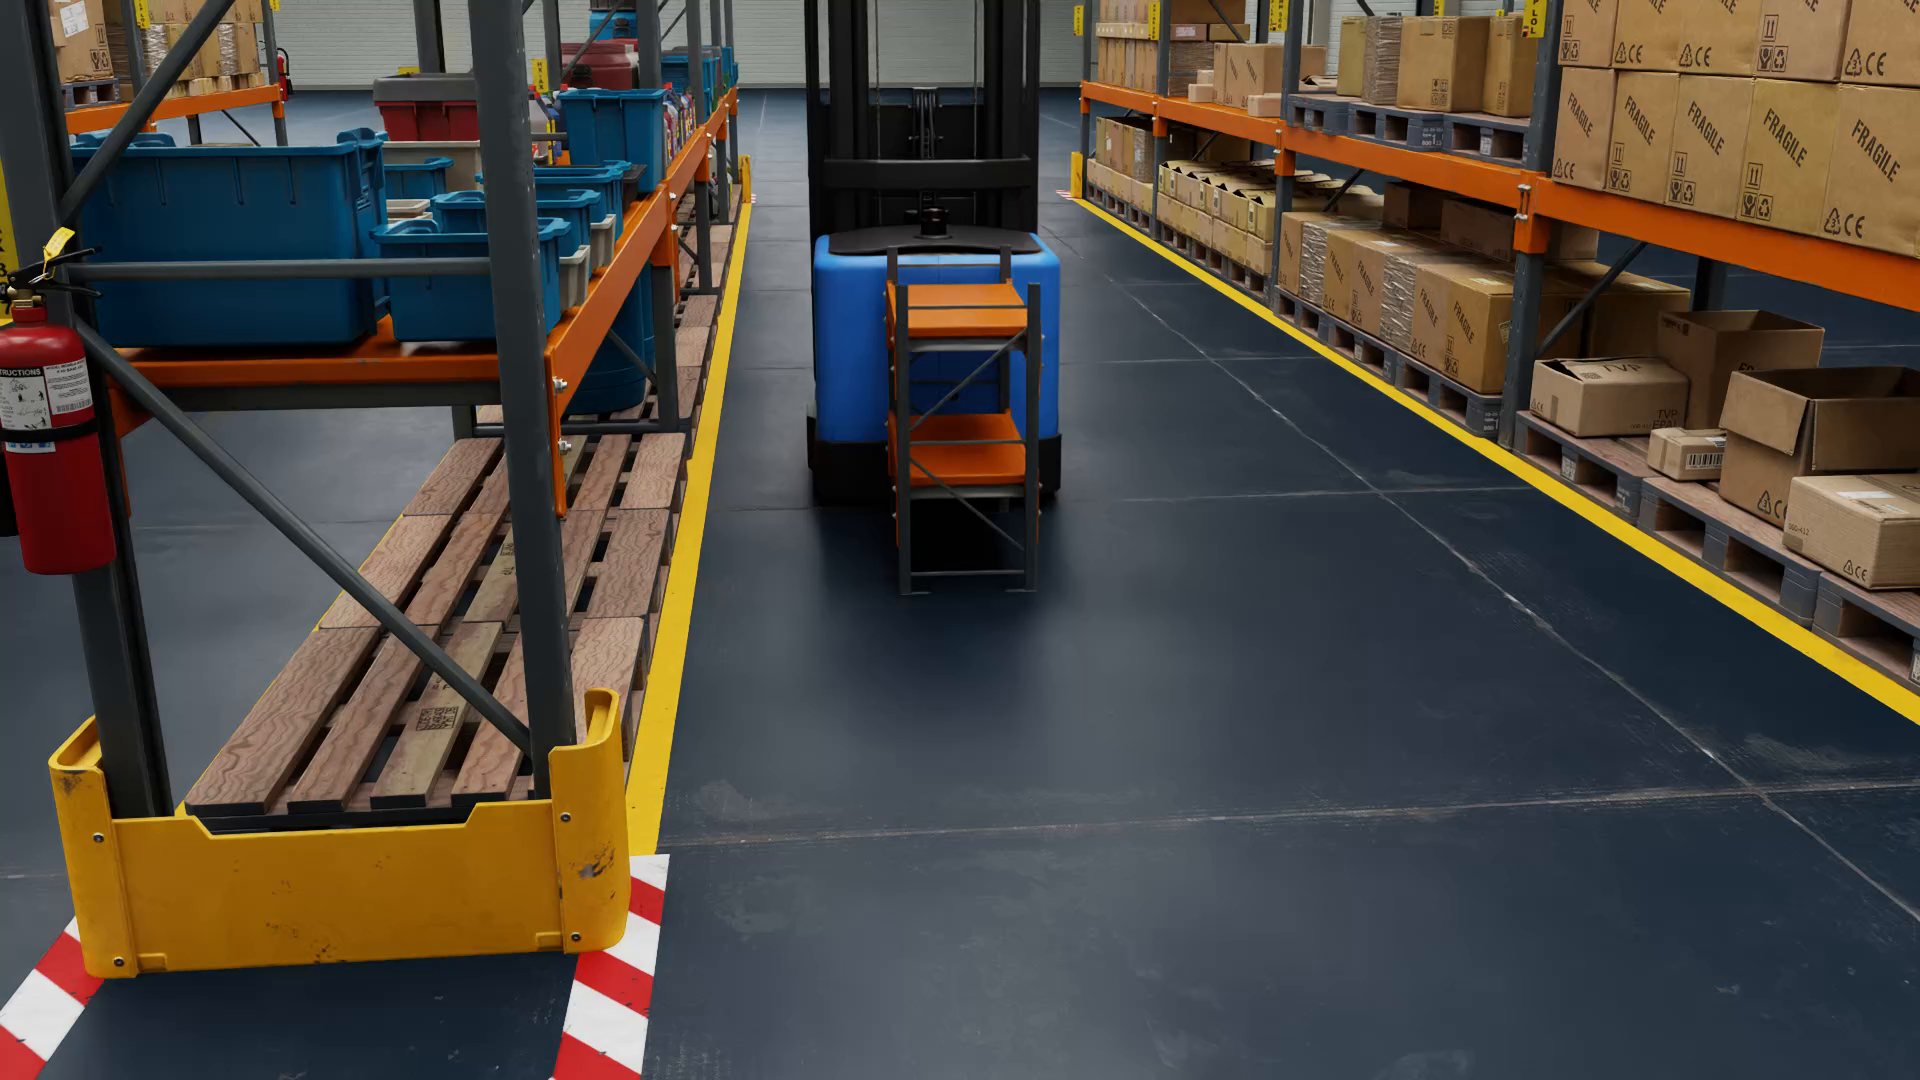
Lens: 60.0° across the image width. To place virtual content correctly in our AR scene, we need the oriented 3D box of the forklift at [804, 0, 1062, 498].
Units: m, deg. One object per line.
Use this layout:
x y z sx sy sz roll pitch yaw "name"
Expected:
-0.192 -1.969 8.055 1.130 2.935 3.031 -1 17 -4 "forklift"

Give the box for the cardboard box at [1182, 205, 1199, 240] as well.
2.215 -2.729 14.252 0.500 0.250 0.500 -2 18 -7 "cardboard box"

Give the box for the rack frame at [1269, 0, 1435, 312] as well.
2.725 -3.083 11.490 1.000 3.000 0.127 -2 18 -6 "rack frame"

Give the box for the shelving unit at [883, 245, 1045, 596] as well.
-0.008 -0.494 6.374 0.538 1.125 1.048 -1 17 -4 "shelving unit"

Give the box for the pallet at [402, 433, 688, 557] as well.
-1.676 -0.191 6.934 1.003 0.211 1.213 -2 18 -6 "pallet"

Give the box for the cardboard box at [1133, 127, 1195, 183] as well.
2.007 -3.802 16.417 0.500 0.500 0.500 -2 18 -6 "cardboard box"

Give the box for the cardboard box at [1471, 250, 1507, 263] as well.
3.220 -1.368 9.466 0.500 0.500 0.500 -2 17 -5 "cardboard box"

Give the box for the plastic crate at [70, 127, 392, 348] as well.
-1.598 -0.687 3.700 0.616 0.435 0.499 -2 18 -6 "plastic crate"

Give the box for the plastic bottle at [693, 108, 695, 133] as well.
-1.743 -2.694 10.583 0.097 0.201 0.097 0 17 0 "plastic bottle"

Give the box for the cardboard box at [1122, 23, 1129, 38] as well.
1.884 -5.242 17.118 0.380 0.149 0.250 -2 18 -5 "cardboard box"

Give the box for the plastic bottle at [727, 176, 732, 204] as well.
-2.349 -3.505 16.523 0.144 0.351 0.185 -2 18 -6 "plastic bottle"

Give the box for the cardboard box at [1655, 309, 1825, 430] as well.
3.478 -0.748 7.490 0.500 0.500 0.500 -2 18 -6 "cardboard box"

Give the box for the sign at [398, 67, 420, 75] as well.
-2.337 -1.855 7.117 0.100 0.325 0.005 -2 18 -6 "sign"

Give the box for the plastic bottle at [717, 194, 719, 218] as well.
-2.212 -3.140 15.491 0.097 0.271 0.097 0 17 0 "plastic bottle"

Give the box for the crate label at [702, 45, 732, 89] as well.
-2.569 -4.792 16.873 0.502 0.435 0.616 -2 18 -6 "crate label"

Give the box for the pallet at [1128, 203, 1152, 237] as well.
2.272 -3.183 16.463 1.003 0.211 1.213 -2 18 -6 "pallet"

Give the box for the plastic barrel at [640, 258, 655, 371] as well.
-1.902 -1.312 8.652 0.600 0.901 0.708 -2 18 -6 "plastic barrel"

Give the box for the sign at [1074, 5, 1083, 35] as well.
1.347 -5.902 18.892 0.100 0.325 0.005 -2 18 -6 "sign"

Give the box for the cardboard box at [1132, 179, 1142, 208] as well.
2.005 -3.444 16.529 0.500 0.250 0.500 -2 18 -6 "cardboard box"

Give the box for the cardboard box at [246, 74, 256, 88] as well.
-7.617 -4.816 17.429 0.380 0.149 0.250 -2 18 -6 "cardboard box"

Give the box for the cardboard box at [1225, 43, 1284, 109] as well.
2.481 -3.787 13.566 0.500 0.500 0.500 -2 18 -6 "cardboard box"

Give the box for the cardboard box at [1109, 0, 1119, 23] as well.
2.000 -5.822 17.880 0.700 0.500 0.500 -2 18 -7 "cardboard box"

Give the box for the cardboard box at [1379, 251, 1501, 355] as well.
2.707 -1.344 9.389 0.500 0.500 0.500 -2 17 -5 "cardboard box"

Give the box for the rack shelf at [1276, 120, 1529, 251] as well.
2.931 -2.144 9.700 1.077 0.370 4.000 -2 18 -6 "rack shelf"

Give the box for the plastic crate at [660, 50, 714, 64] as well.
-2.065 -3.453 12.561 0.402 0.464 0.583 -2 18 -6 "plastic crate"

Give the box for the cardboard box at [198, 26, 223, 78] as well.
-7.705 -4.742 16.110 0.875 0.500 0.500 -2 18 -6 "cardboard box"

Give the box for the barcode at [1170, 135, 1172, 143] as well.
1.924 -3.662 15.168 0.001 0.075 0.075 -2 18 -6 "barcode"

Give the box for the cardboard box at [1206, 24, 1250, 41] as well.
2.477 -4.718 15.448 0.380 0.149 0.250 -2 18 -6 "cardboard box"

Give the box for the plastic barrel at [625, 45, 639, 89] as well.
-2.521 -3.285 11.945 0.421 0.512 0.421 0 17 0 "plastic barrel"

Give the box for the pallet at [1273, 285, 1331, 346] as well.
2.764 -1.529 11.196 1.003 0.211 1.213 -2 18 -6 "pallet"

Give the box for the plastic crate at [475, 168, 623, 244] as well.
-1.211 -0.973 4.947 0.416 0.233 0.300 -2 18 -6 "plastic crate"

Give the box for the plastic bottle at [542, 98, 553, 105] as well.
-2.336 -2.320 9.267 0.152 0.276 0.135 -2 18 -6 "plastic bottle"

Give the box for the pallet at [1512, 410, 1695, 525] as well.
3.207 -0.356 7.460 1.003 0.211 1.213 -2 18 -6 "pallet"

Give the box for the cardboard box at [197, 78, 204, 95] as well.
-7.418 -4.295 15.770 0.380 0.149 0.250 -2 18 -6 "cardboard box"

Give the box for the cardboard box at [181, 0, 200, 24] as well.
-7.439 -5.077 15.507 0.500 0.500 0.500 -2 18 -6 "cardboard box"

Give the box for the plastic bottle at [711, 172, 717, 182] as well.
-2.509 -3.616 16.987 0.061 0.283 0.133 -2 18 -6 "plastic bottle"

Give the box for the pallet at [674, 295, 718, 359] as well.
-2.080 -1.367 10.680 1.003 0.211 1.213 -2 18 -6 "pallet"

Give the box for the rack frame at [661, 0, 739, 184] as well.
-3.028 -5.315 18.598 1.000 3.000 0.127 -2 18 -6 "rack frame"

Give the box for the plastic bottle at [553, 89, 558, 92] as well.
-2.491 -2.637 10.265 0.061 0.283 0.133 -2 18 -6 "plastic bottle"

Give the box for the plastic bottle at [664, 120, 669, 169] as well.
-1.496 -1.939 8.053 0.152 0.276 0.135 -2 18 -6 "plastic bottle"

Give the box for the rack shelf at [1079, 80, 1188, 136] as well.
2.106 -4.528 17.292 1.077 0.370 4.000 -2 18 -6 "rack shelf"

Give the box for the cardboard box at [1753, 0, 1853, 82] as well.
3.067 -1.807 5.587 0.500 0.500 0.500 -1 17 -4 "cardboard box"

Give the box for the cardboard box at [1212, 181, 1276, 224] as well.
2.316 -2.693 13.200 0.500 0.311 0.500 -2 18 -6 "cardboard box"

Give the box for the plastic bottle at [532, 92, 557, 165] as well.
-2.086 -2.039 8.248 0.144 0.351 0.185 -2 18 -6 "plastic bottle"

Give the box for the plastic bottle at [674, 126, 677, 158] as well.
-1.539 -2.106 8.708 0.097 0.201 0.097 0 17 0 "plastic bottle"

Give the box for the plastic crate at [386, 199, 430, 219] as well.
-1.759 -0.945 5.019 0.298 0.136 0.250 -2 18 -6 "plastic crate"

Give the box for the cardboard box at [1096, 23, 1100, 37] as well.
1.726 -5.700 18.577 0.380 0.149 0.250 -2 18 -6 "cardboard box"

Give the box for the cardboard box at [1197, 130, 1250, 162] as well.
2.576 -3.669 15.994 0.500 0.500 0.500 -2 18 -6 "cardboard box"

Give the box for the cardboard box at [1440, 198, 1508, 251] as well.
3.174 -1.866 9.799 0.500 0.250 0.500 -2 18 -7 "cardboard box"

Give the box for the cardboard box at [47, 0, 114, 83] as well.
-7.599 -4.216 13.395 1.000 1.000 1.000 -2 18 -5 "cardboard box"

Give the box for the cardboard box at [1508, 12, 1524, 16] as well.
6.577 -5.765 18.998 0.500 0.500 0.500 -2 18 -6 "cardboard box"

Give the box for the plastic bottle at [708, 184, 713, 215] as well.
-2.378 -3.238 15.782 0.061 0.283 0.133 -2 18 -6 "plastic bottle"

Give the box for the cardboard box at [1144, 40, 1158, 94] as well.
2.199 -4.612 16.192 0.700 0.500 0.500 -2 18 -6 "cardboard box"

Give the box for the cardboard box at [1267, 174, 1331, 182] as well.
2.796 -2.866 13.751 0.500 0.311 0.500 -2 18 -6 "cardboard box"

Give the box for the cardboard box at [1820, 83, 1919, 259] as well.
3.130 -1.176 5.248 0.500 0.500 0.500 -2 18 -5 "cardboard box"
